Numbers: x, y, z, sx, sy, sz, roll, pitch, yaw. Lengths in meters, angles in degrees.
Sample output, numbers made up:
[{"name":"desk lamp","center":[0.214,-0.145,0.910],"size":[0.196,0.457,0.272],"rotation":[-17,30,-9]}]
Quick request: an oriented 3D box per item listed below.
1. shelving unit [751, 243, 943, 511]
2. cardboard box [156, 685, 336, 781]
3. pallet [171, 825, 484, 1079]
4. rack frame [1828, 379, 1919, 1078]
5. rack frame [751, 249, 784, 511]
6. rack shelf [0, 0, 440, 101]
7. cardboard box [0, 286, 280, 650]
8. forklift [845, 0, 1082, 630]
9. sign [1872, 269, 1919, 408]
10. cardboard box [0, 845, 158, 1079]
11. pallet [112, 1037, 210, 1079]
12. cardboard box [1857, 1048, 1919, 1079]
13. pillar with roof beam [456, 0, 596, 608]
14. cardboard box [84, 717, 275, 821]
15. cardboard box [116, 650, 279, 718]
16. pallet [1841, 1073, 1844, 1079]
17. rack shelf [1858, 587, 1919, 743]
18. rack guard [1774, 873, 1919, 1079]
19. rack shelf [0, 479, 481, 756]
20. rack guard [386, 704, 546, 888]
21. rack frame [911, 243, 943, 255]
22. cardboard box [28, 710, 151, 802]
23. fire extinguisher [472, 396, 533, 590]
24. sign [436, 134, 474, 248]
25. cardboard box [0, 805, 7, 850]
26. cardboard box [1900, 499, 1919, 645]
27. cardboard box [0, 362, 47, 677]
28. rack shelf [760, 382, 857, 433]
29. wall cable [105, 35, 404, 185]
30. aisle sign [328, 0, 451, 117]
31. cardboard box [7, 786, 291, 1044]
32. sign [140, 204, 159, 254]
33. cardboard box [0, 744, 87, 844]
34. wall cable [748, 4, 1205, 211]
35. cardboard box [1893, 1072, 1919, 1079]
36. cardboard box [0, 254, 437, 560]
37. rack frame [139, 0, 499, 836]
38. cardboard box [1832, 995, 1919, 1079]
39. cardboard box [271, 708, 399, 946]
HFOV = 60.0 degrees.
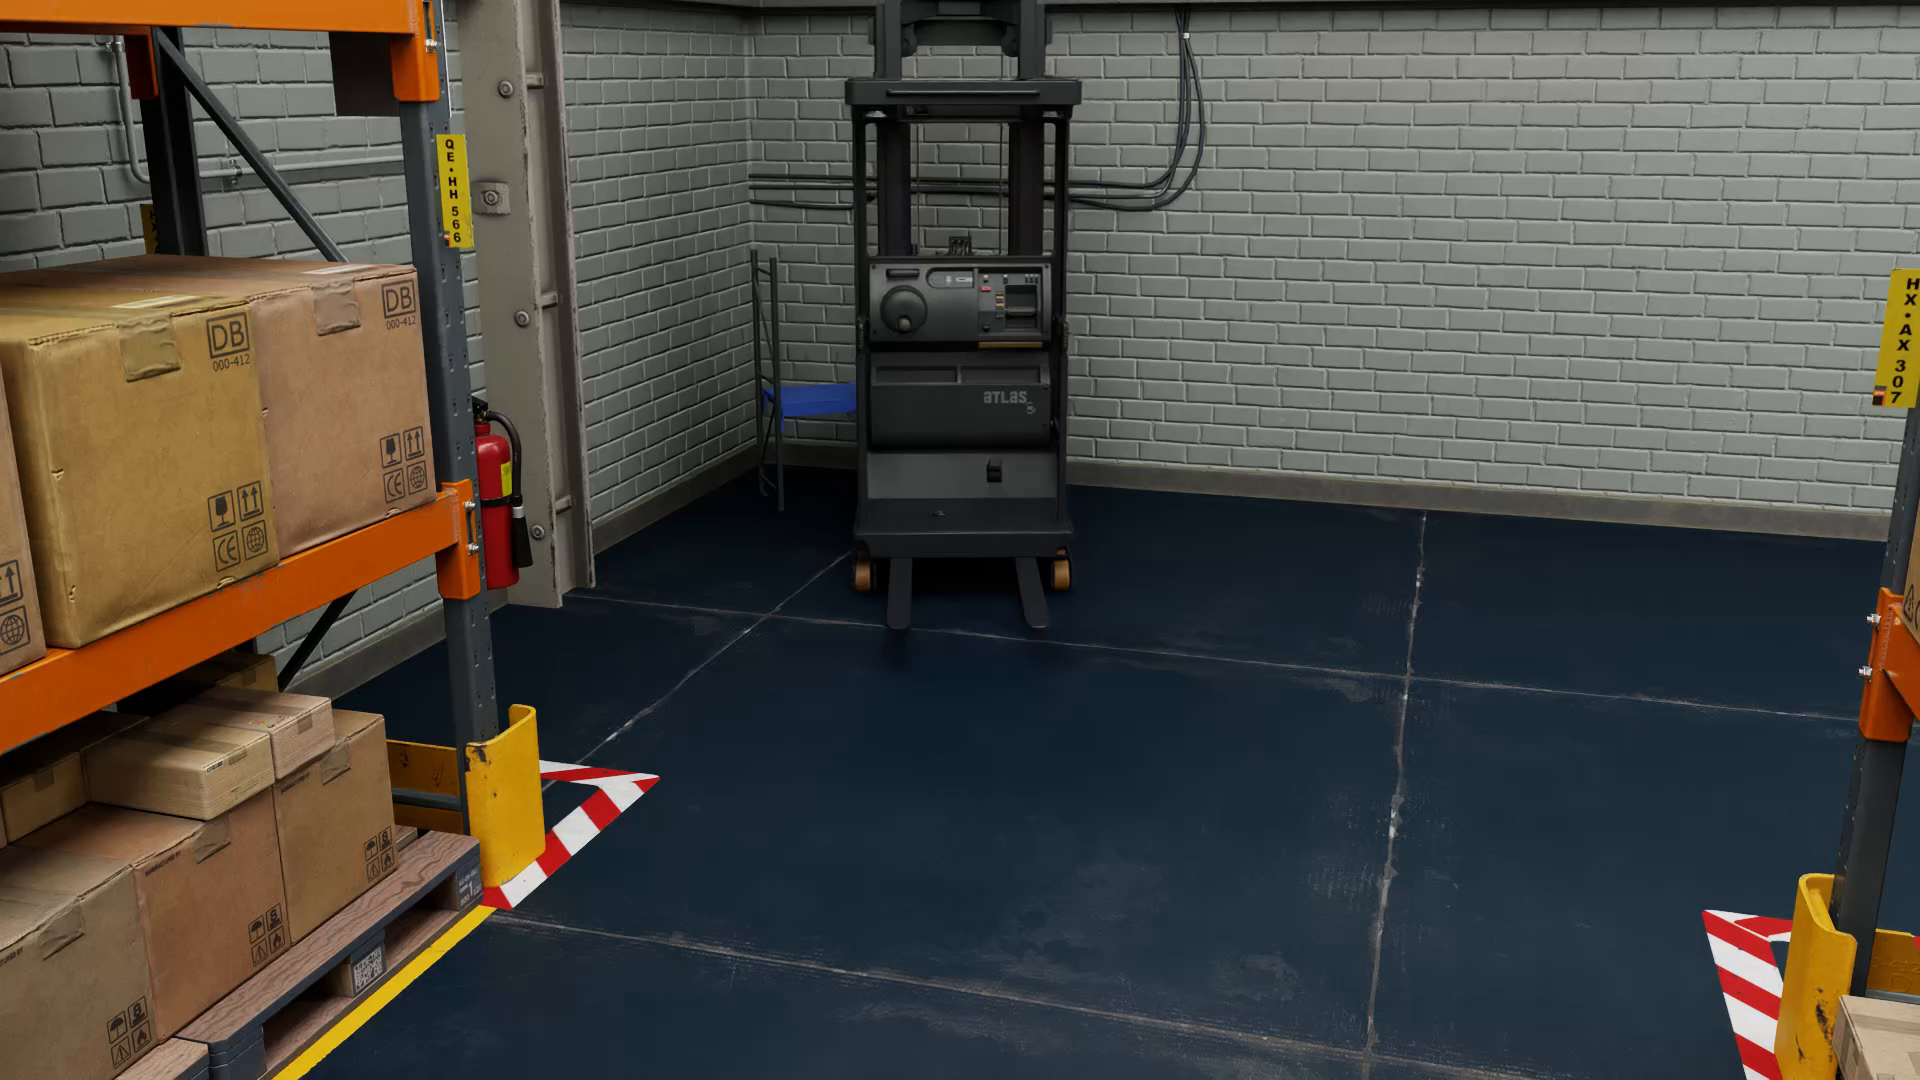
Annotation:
[{"name":"shelving unit","center":[-0.679,-1.009,10.139],"size":[1.048,1.500,0.538],"rotation":[-6,17,-20]},{"name":"cardboard box","center":[-1.968,0.528,4.592],"size":[0.380,0.149,0.250],"rotation":[4,16,15]},{"name":"pallet","center":[-2.155,1.158,4.859],"size":[1.003,0.211,1.213],"rotation":[5,16,16]},{"name":"rack frame","center":[2.747,-0.015,3.887],"size":[1.000,3.000,0.127],"rotation":[5,16,16]},{"name":"rack frame","center":[-1.154,-0.960,9.965],"size":[0.032,1.500,0.500],"rotation":[-6,17,-20]},{"name":"rack shelf","center":[-2.572,-0.972,3.082],"size":[1.077,0.370,4.000],"rotation":[5,16,16]},{"name":"cardboard box","center":[-2.335,-0.218,4.050],"size":[0.980,0.700,0.700],"rotation":[4,16,15]},{"name":"forklift","center":[0.009,-1.229,8.292],"size":[1.130,2.935,3.031],"rotation":[0,16,-1]},{"name":"sign","center":[2.227,-0.474,3.917],"size":[0.100,0.325,0.005],"rotation":[5,16,16]},{"name":"cardboard box","center":[-2.391,1.055,3.923],"size":[0.700,0.500,0.500],"rotation":[4,16,14]},{"name":"pallet","center":[-2.504,1.476,3.738],"size":[1.003,0.211,1.213],"rotation":[5,16,16]},{"name":"cardboard box","center":[2.228,1.284,3.691],"size":[0.380,0.166,0.250],"rotation":[5,16,16]},{"name":"pillar with roof beam","center":[2.062,-3.724,5.969],"size":[9.100,9.000,0.400],"rotation":[5,16,16]},{"name":"cardboard box","center":[-2.040,0.595,4.356],"size":[0.380,0.149,0.250],"rotation":[5,17,17]},{"name":"cardboard box","center":[-2.262,0.432,4.930],"size":[0.380,0.149,0.250],"rotation":[5,17,16]},{"name":"pallet","center":[2.500,1.555,3.462],"size":[1.003,0.211,1.213],"rotation":[5,16,16]},{"name":"rack shelf","center":[2.179,0.854,2.140],"size":[1.077,0.370,4.000],"rotation":[5,16,16]},{"name":"rack guard","center":[2.726,1.207,4.158],"size":[1.175,0.500,0.348],"rotation":[5,16,16]},{"name":"rack shelf","center":[-2.572,0.471,3.491],"size":[1.077,0.370,4.000],"rotation":[5,16,16]},{"name":"rack guard","center":[-1.996,0.798,5.601],"size":[1.175,0.500,0.348],"rotation":[5,16,16]},{"name":"rack frame","center":[-0.204,-1.058,10.313],"size":[0.032,1.500,0.500],"rotation":[-6,17,-20]},{"name":"cardboard box","center":[-2.406,0.565,4.463],"size":[0.380,0.149,0.250],"rotation":[5,16,16]},{"name":"fire extinguisher","center":[-1.518,-0.186,5.312],"size":[0.296,0.674,0.183],"rotation":[5,16,16]},{"name":"sign","center":[-1.487,-1.024,4.886],"size":[0.100,0.325,0.005],"rotation":[5,16,16]},{"name":"cardboard box","center":[-2.549,0.697,3.997],"size":[0.380,0.149,0.250],"rotation":[5,17,17]},{"name":"cardboard box","center":[2.368,0.032,3.536],"size":[0.500,0.500,0.500],"rotation":[5,17,17]},{"name":"cardboard box","center":[-2.560,-0.019,3.349],"size":[0.980,0.700,0.700],"rotation":[4,16,13]},{"name":"rack shelf","center":[-0.679,-0.836,10.188],"size":[1.000,0.185,0.538],"rotation":[-6,17,-20]},{"name":"wall cable","center":[-2.546,-1.296,6.539],"size":[0.084,1.984,1.851],"rotation":[5,16,16]},{"name":"aisle sign","center":[-1.695,-1.645,4.867],"size":[0.394,0.787,0.004],"rotation":[5,16,16]},{"name":"cardboard box","center":[-2.248,0.924,4.387],"size":[0.700,0.500,0.500],"rotation":[5,16,16]},{"name":"sign","center":[-2.534,-0.898,5.266],"size":[0.100,0.325,0.005],"rotation":[5,16,16]},{"name":"cardboard box","center":[-2.477,0.631,4.232],"size":[0.380,0.149,0.250],"rotation":[5,17,16]},{"name":"wall cable","center":[-0.053,-3.243,9.962],"size":[3.097,2.526,0.112],"rotation":[5,16,16]},{"name":"cardboard box","center":[2.179,1.347,3.317],"size":[0.500,0.250,0.500],"rotation":[5,16,16]},{"name":"cardboard box","center":[-2.139,-0.409,4.724],"size":[0.980,0.700,0.700],"rotation":[5,17,18]},{"name":"rack frame","center":[-2.003,-0.399,5.238],"size":[1.000,3.000,0.127],"rotation":[5,16,16]},{"name":"cardboard box","center":[2.299,1.227,3.924],"size":[0.380,0.149,0.250],"rotation":[5,16,16]},{"name":"cardboard box","center":[-2.106,0.793,4.849],"size":[0.700,0.500,0.500],"rotation":[5,16,16]}]
